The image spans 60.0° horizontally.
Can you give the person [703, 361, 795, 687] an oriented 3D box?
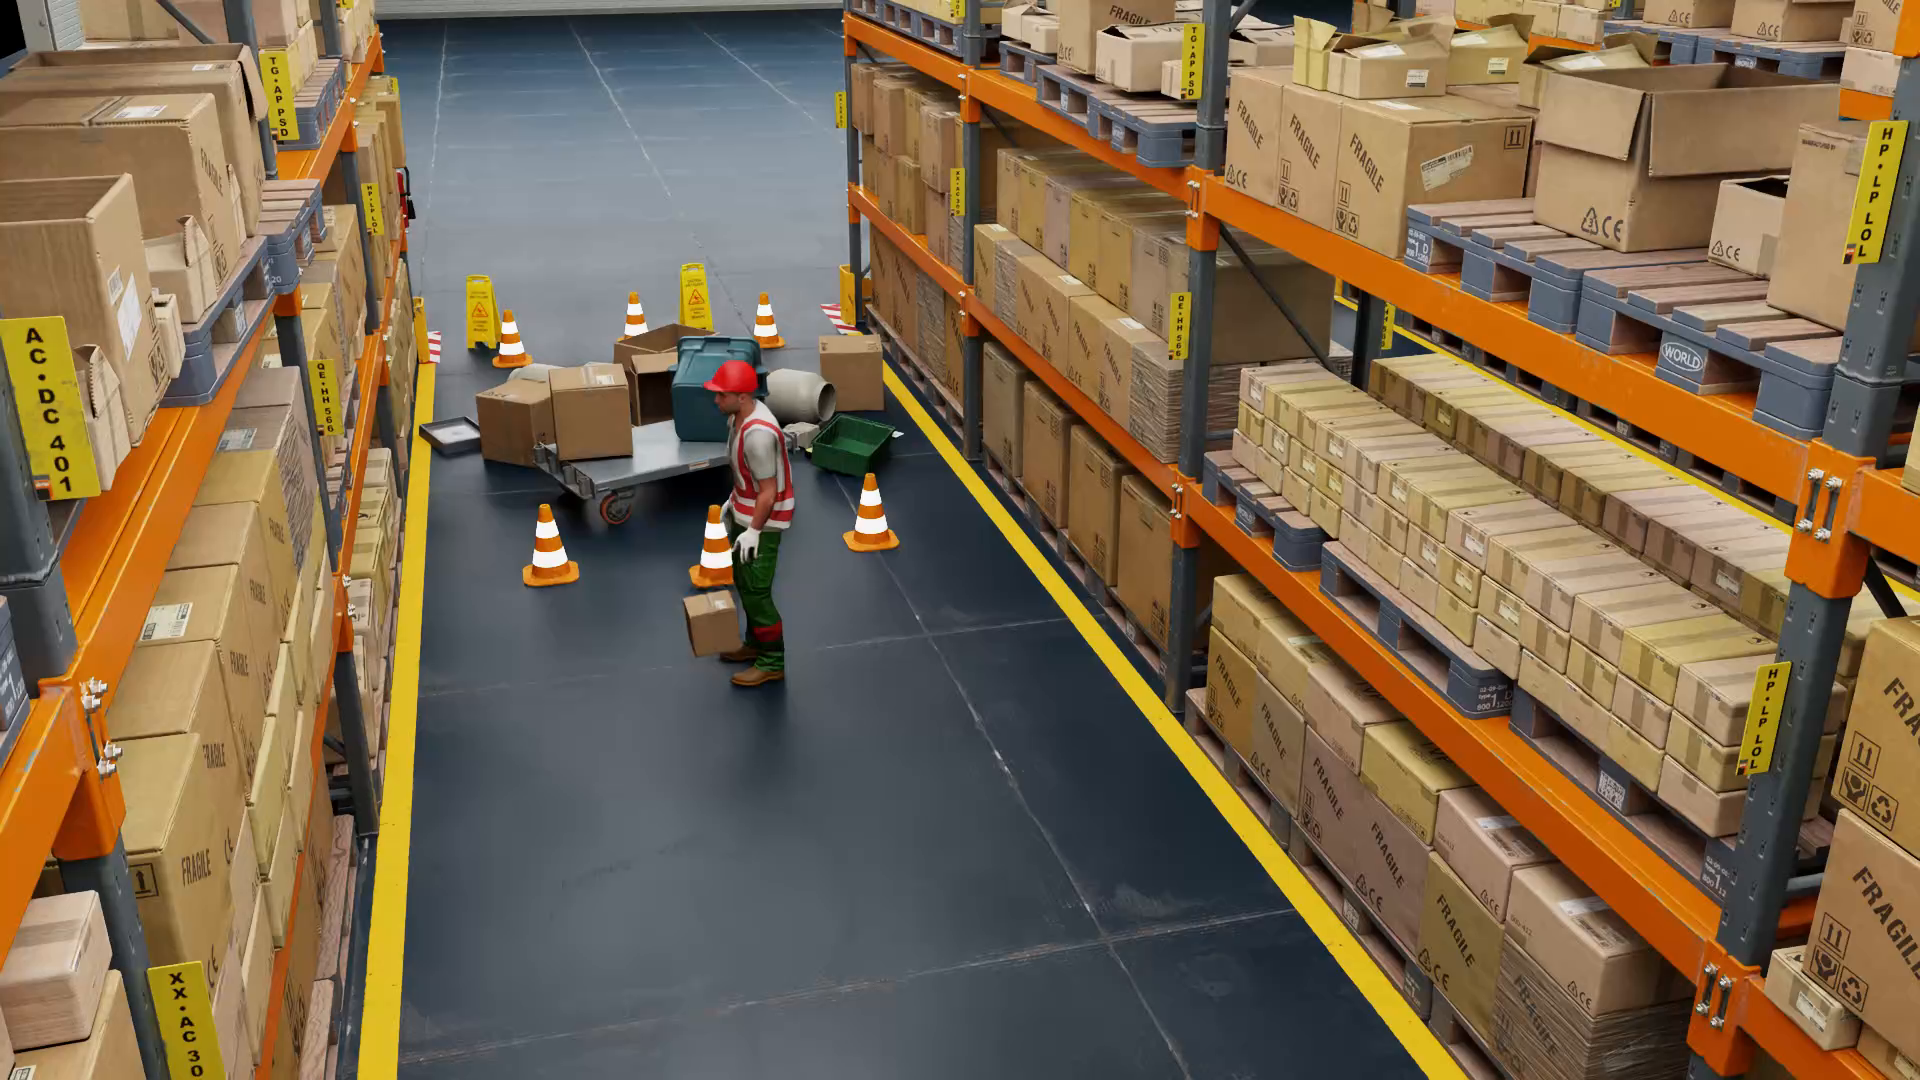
[{"bbox_3d":[-1.103,-0.100,8.809,0.431,1.782,0.563,-7,24,-16],"label":"person"}]
